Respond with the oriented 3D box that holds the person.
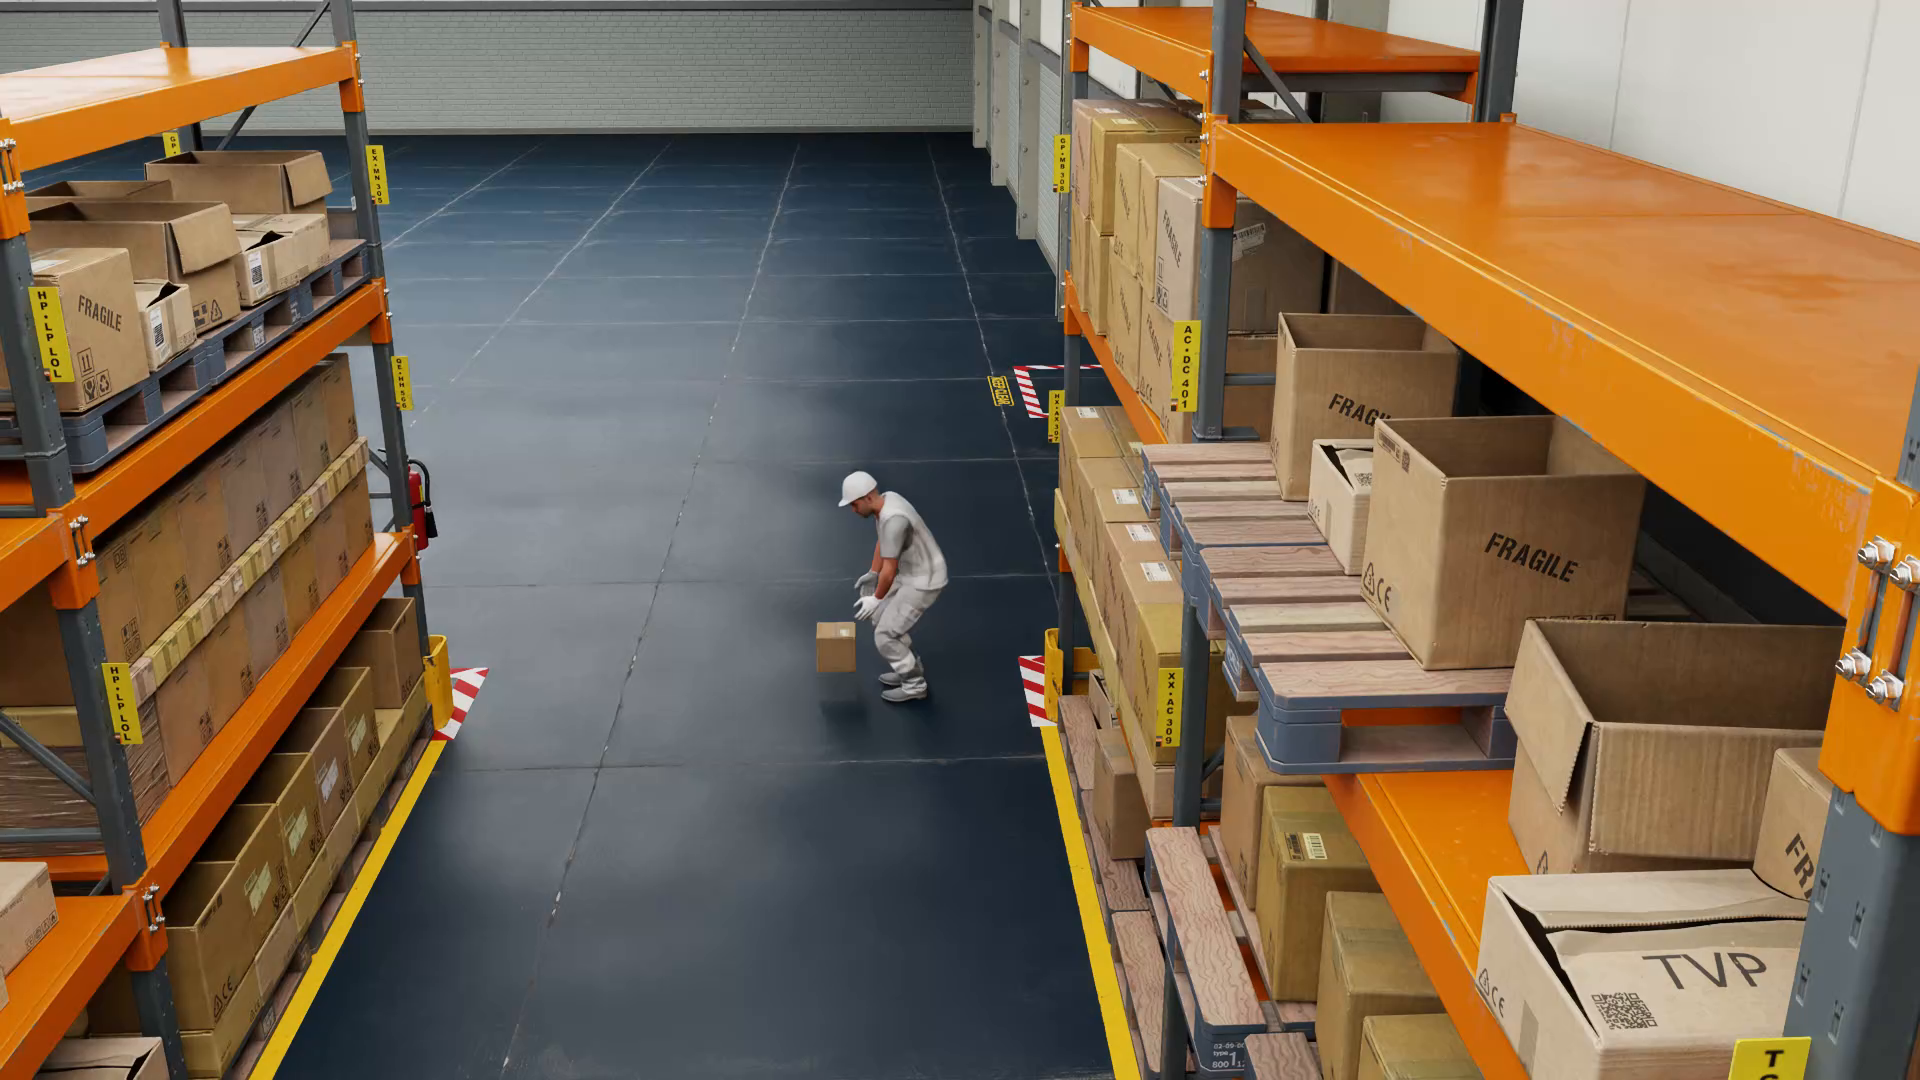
[{"bbox_3d":[-0.417,0.289,10.633,0.690,1.528,0.579,-2,20,-5],"label":"person"}]
